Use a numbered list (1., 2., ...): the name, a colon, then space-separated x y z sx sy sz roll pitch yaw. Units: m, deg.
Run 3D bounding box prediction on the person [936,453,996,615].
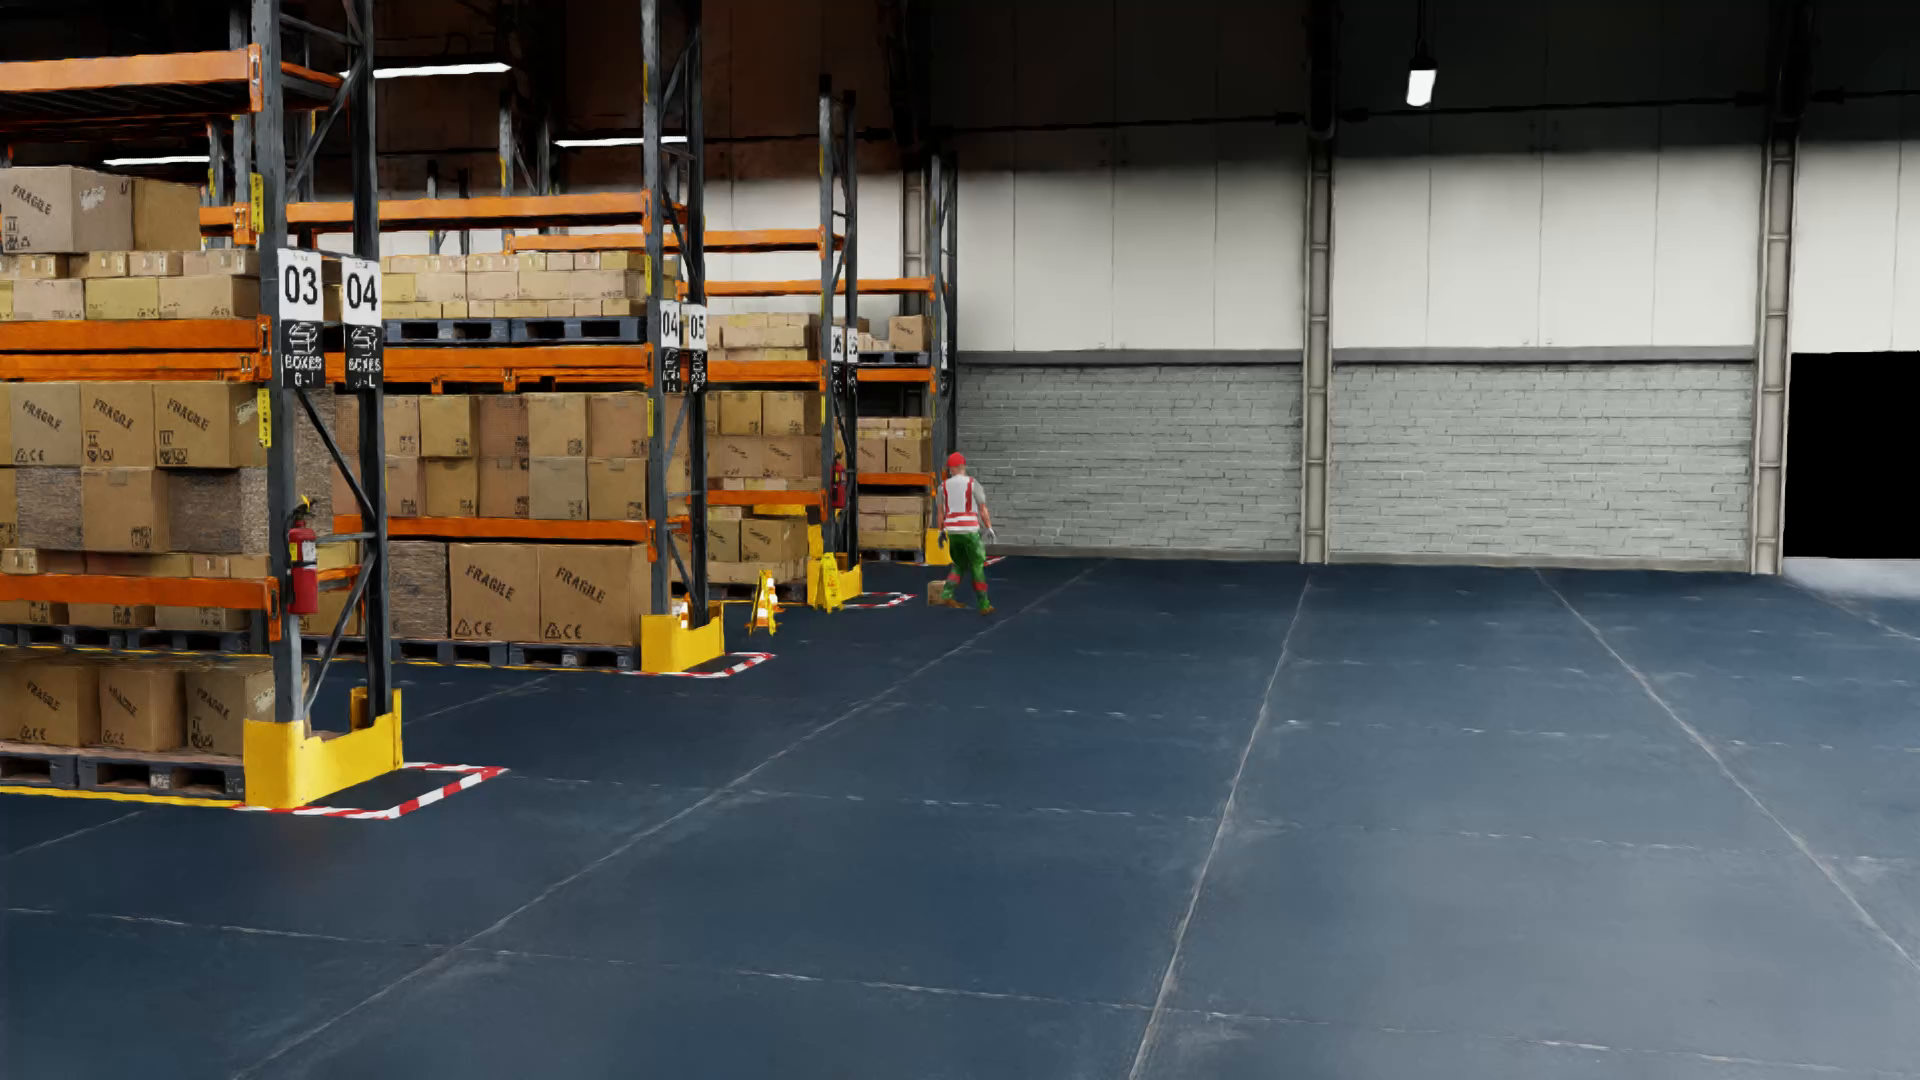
1. person: 0.067 -0.074 18.260 0.640 1.762 0.420 2 5 27
